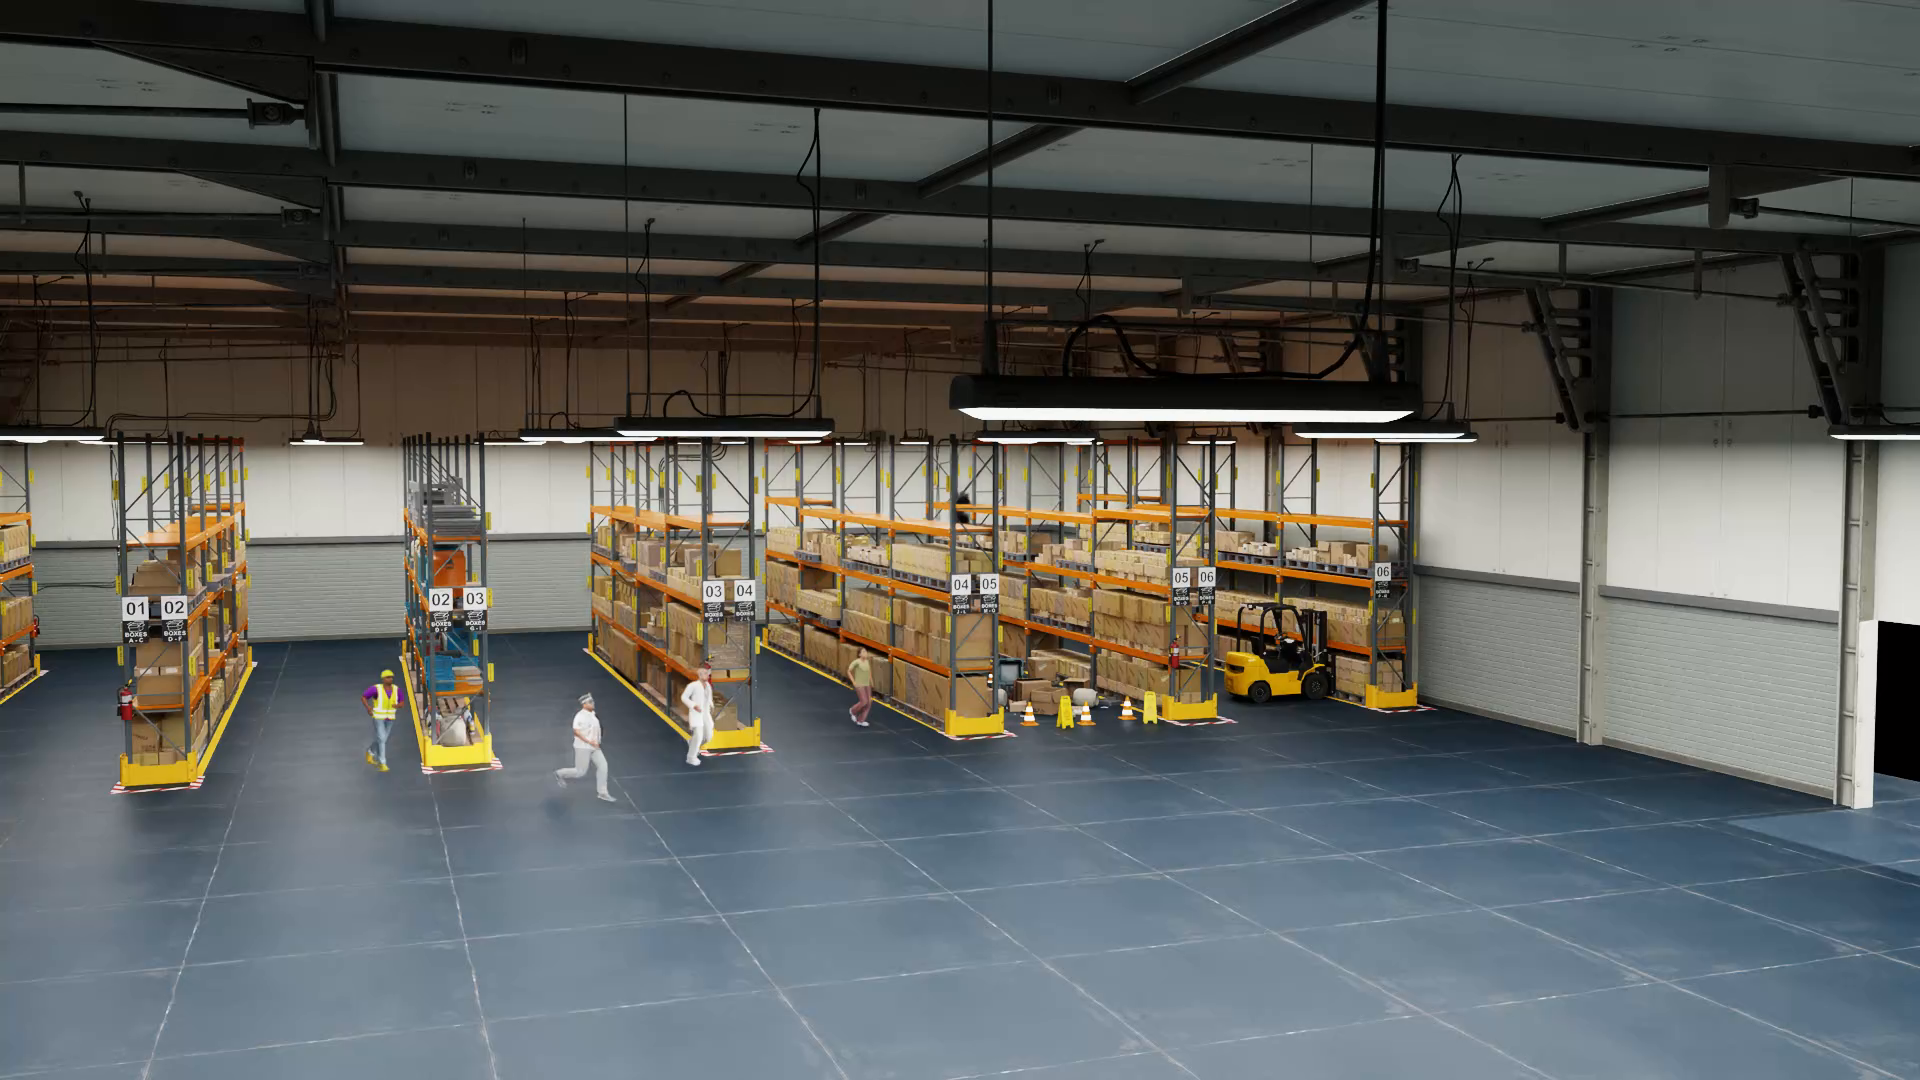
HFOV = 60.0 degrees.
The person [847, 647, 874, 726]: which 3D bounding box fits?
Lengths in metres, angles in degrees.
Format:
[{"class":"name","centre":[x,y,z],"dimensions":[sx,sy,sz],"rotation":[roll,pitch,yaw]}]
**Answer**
[{"class":"person","centre":[-2.036,3.011,34.280],"dimensions":[0.587,1.631,0.537],"rotation":[-3,4,-44]}]

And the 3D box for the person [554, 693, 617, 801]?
[{"class":"person","centre":[-6.093,3.371,27.033],"dimensions":[1.044,1.784,0.640],"rotation":[1,3,17]}]

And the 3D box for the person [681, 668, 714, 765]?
[{"class":"person","centre":[-4.771,3.199,30.400],"dimensions":[0.624,1.702,0.719],"rotation":[3,4,41]}]

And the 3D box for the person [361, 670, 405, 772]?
[{"class":"person","centre":[-10.305,3.209,29.788],"dimensions":[0.917,1.780,0.721],"rotation":[3,4,45]}]

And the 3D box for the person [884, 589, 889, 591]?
[{"class":"person","centre":[-2.008,2.194,45.295],"dimensions":[0.596,1.722,0.642],"rotation":[-1,3,-20]}]
